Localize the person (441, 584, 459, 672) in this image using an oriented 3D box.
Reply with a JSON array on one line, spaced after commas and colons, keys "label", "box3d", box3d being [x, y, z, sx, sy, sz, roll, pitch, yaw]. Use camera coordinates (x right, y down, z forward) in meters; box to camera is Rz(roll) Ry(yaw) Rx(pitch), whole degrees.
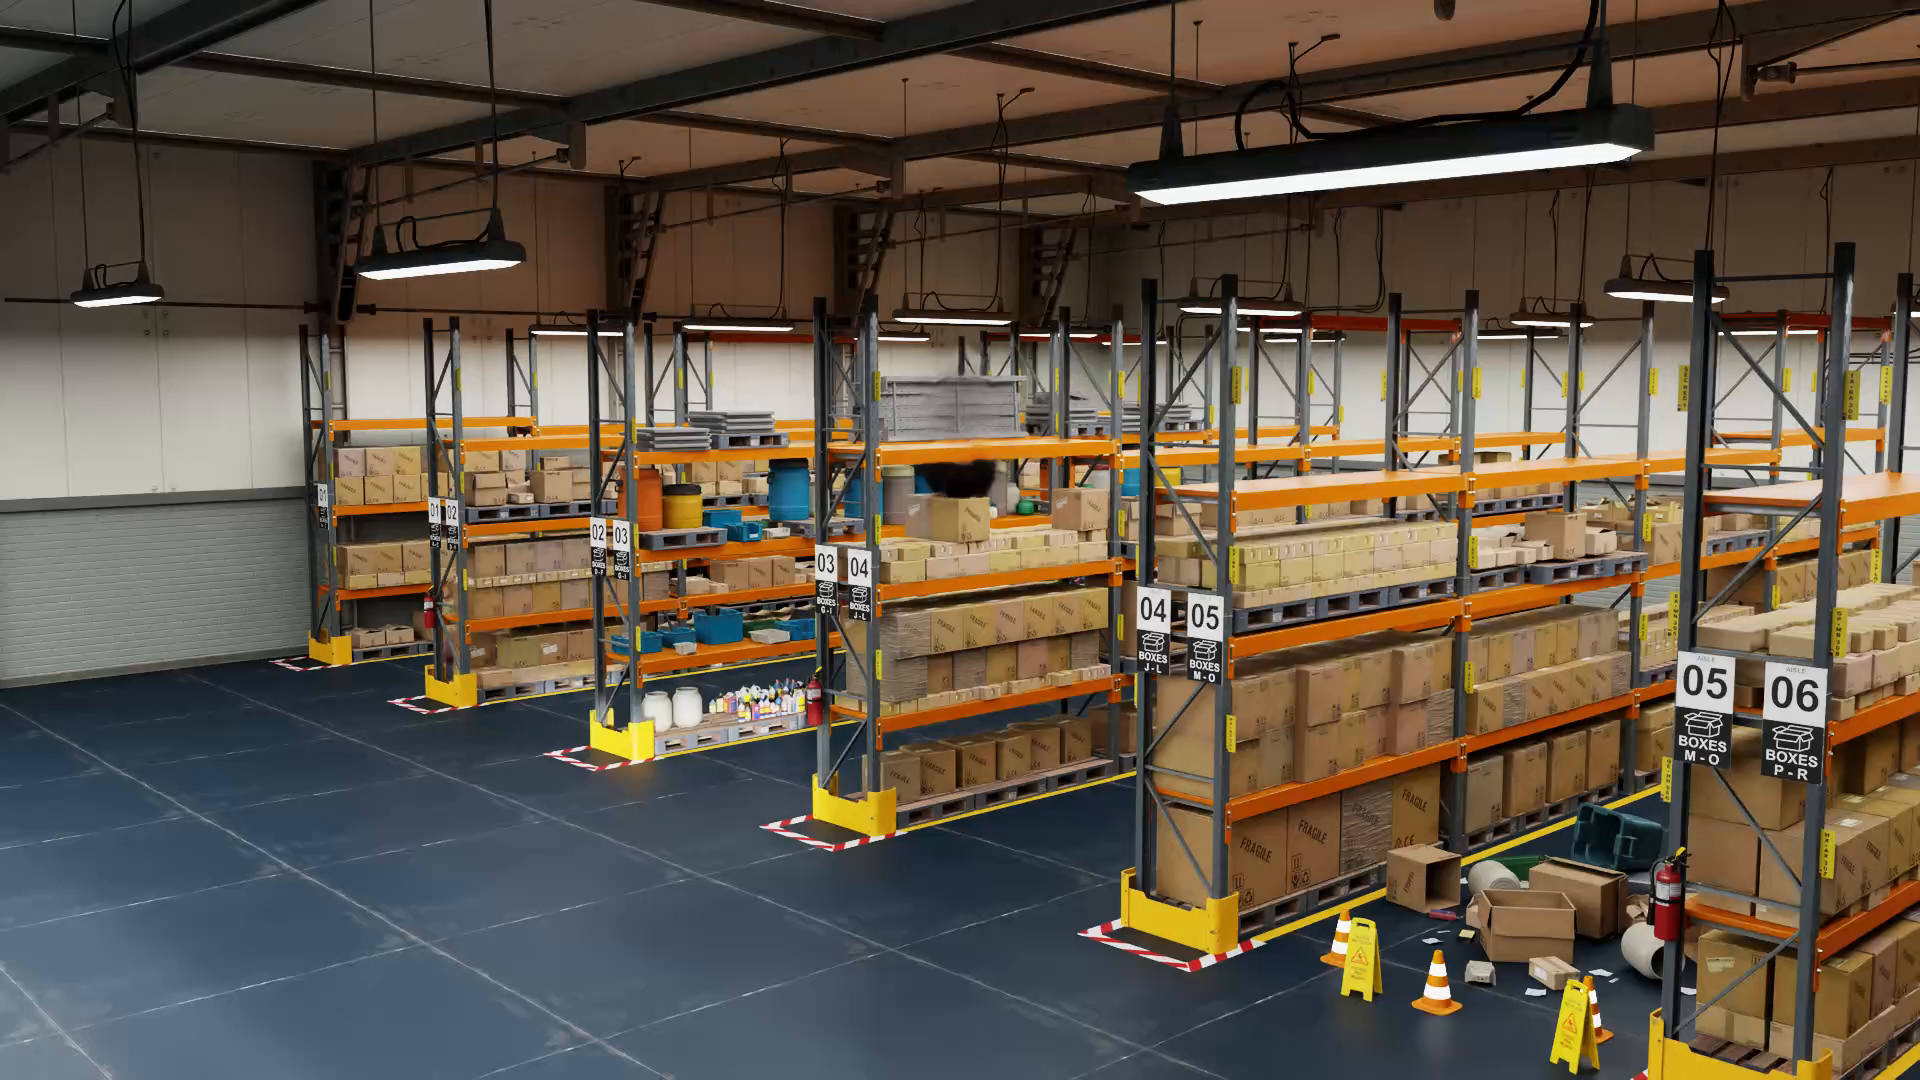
[{"label": "person", "box3d": [-8.537, 1.552, 27.865, 0.608, 1.652, 0.697, 3, 7, 29]}]
